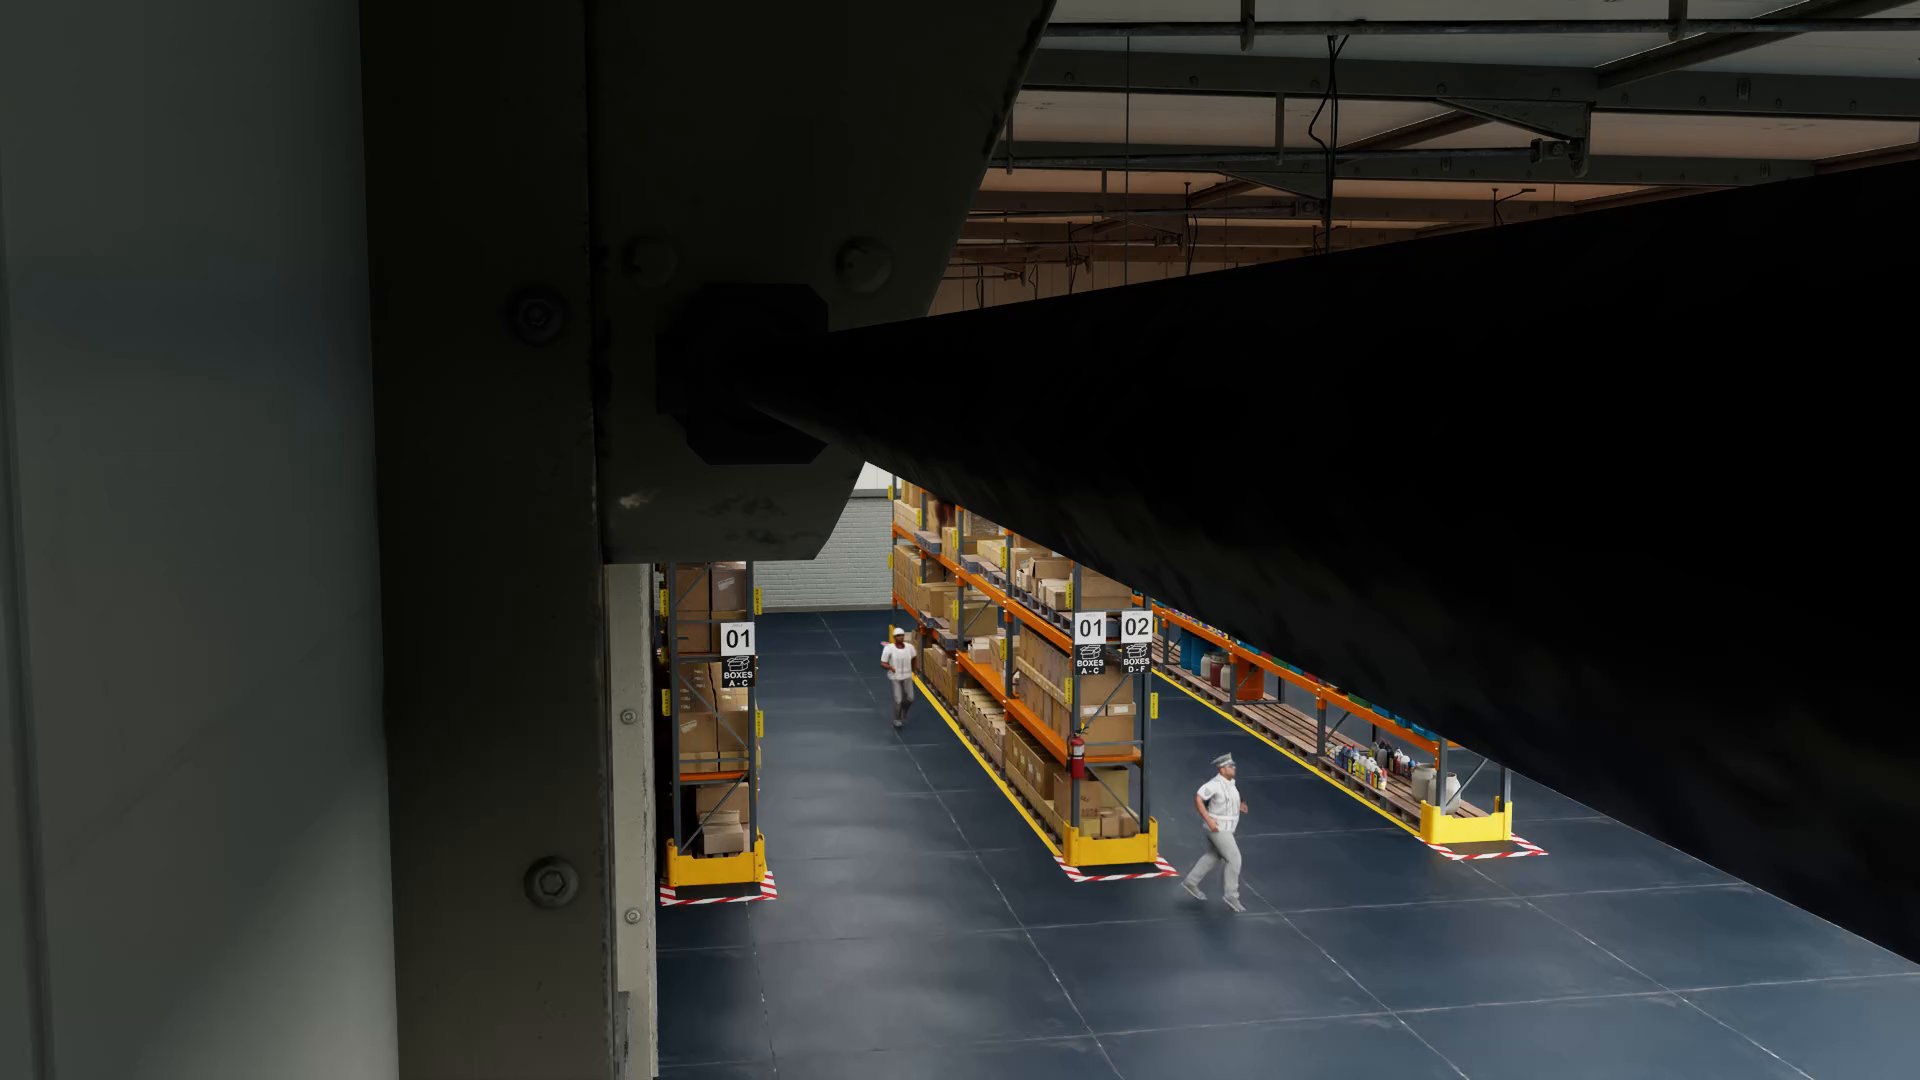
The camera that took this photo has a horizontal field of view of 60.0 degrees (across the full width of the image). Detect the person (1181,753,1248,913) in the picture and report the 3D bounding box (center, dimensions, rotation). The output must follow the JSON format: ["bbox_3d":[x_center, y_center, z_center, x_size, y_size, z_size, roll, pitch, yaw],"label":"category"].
[{"bbox_3d":[2.997,3.369,19.352,0.787,1.848,0.661,2,7,19],"label":"person"}]

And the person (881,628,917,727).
[{"bbox_3d":[-1.004,2.371,28.595,0.686,1.721,0.593,-2,6,-17],"label":"person"}]
